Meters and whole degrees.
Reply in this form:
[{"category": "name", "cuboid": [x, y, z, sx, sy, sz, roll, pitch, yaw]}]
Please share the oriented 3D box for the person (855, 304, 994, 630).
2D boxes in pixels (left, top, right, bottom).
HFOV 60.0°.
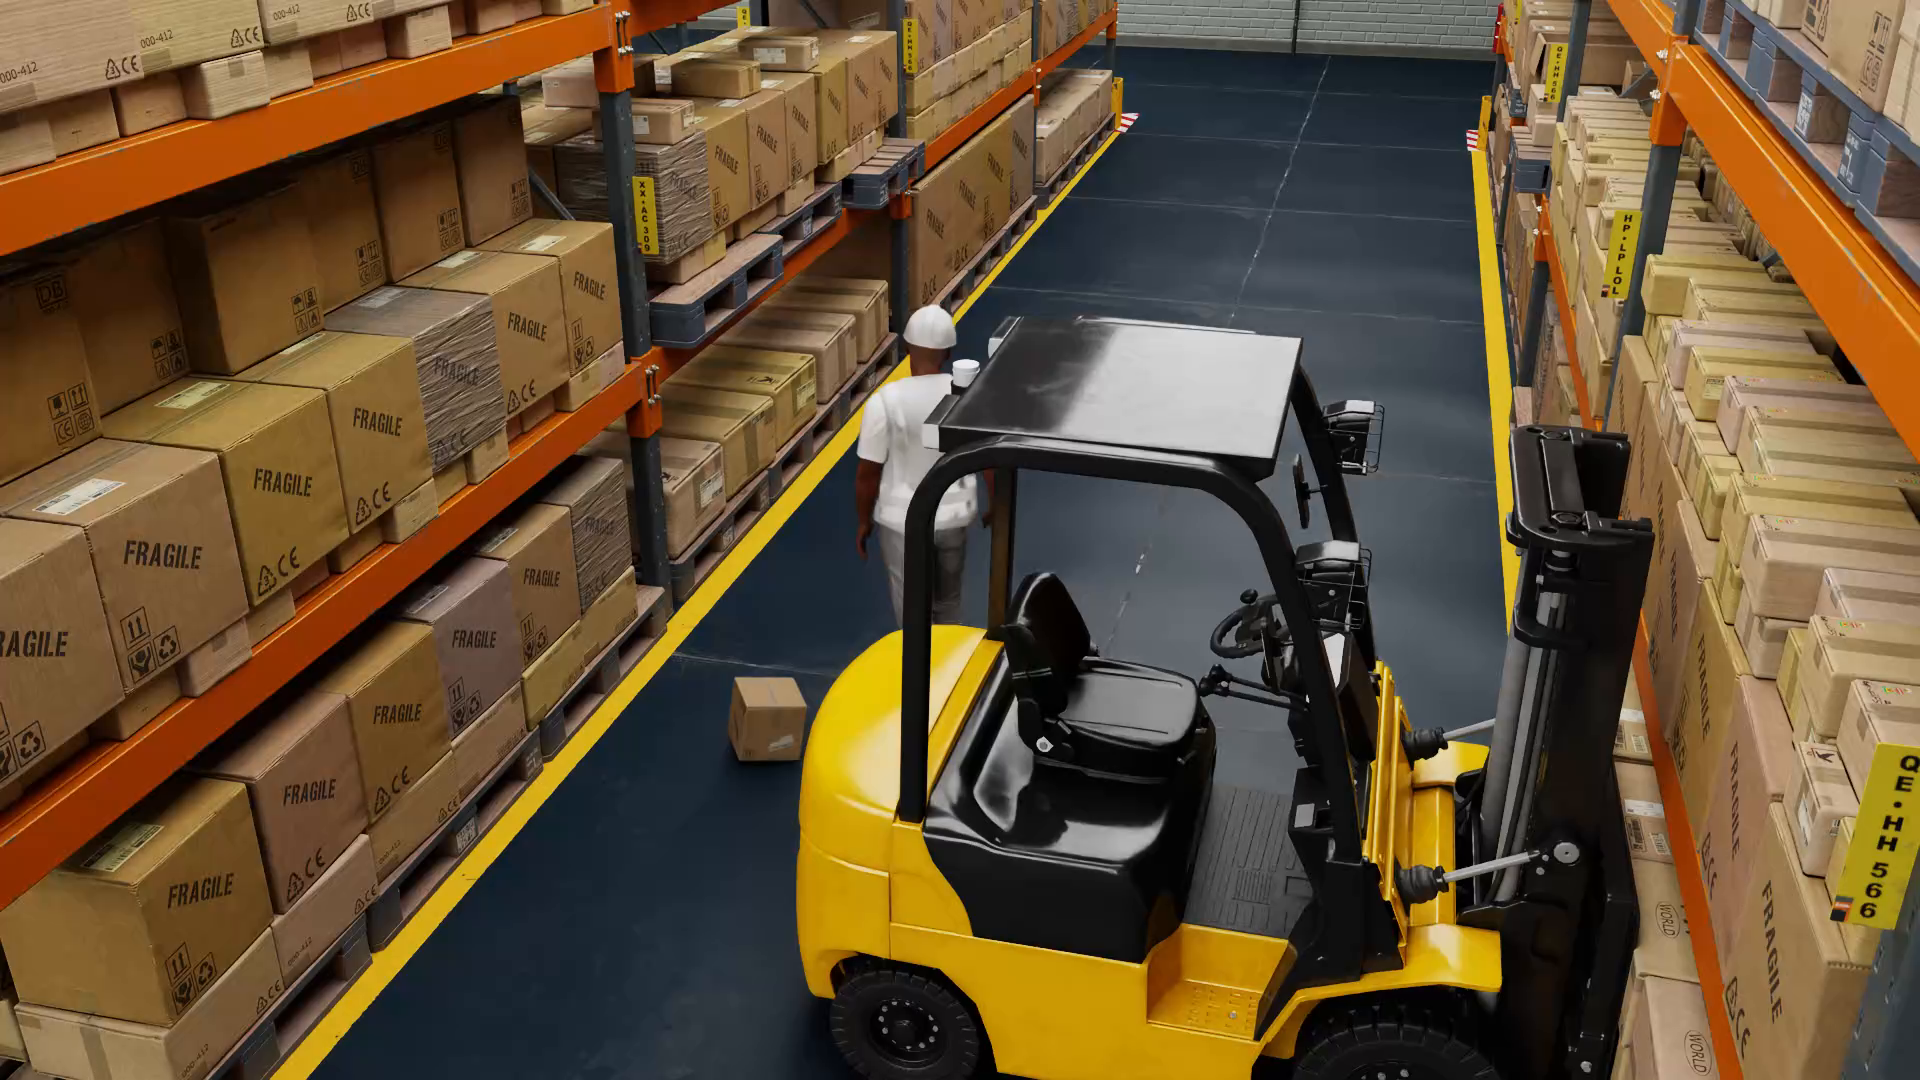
[{"category": "person", "cuboid": [-0.127, -0.089, 6.779, 0.626, 1.766, 0.626, -10, 27, -20]}]
